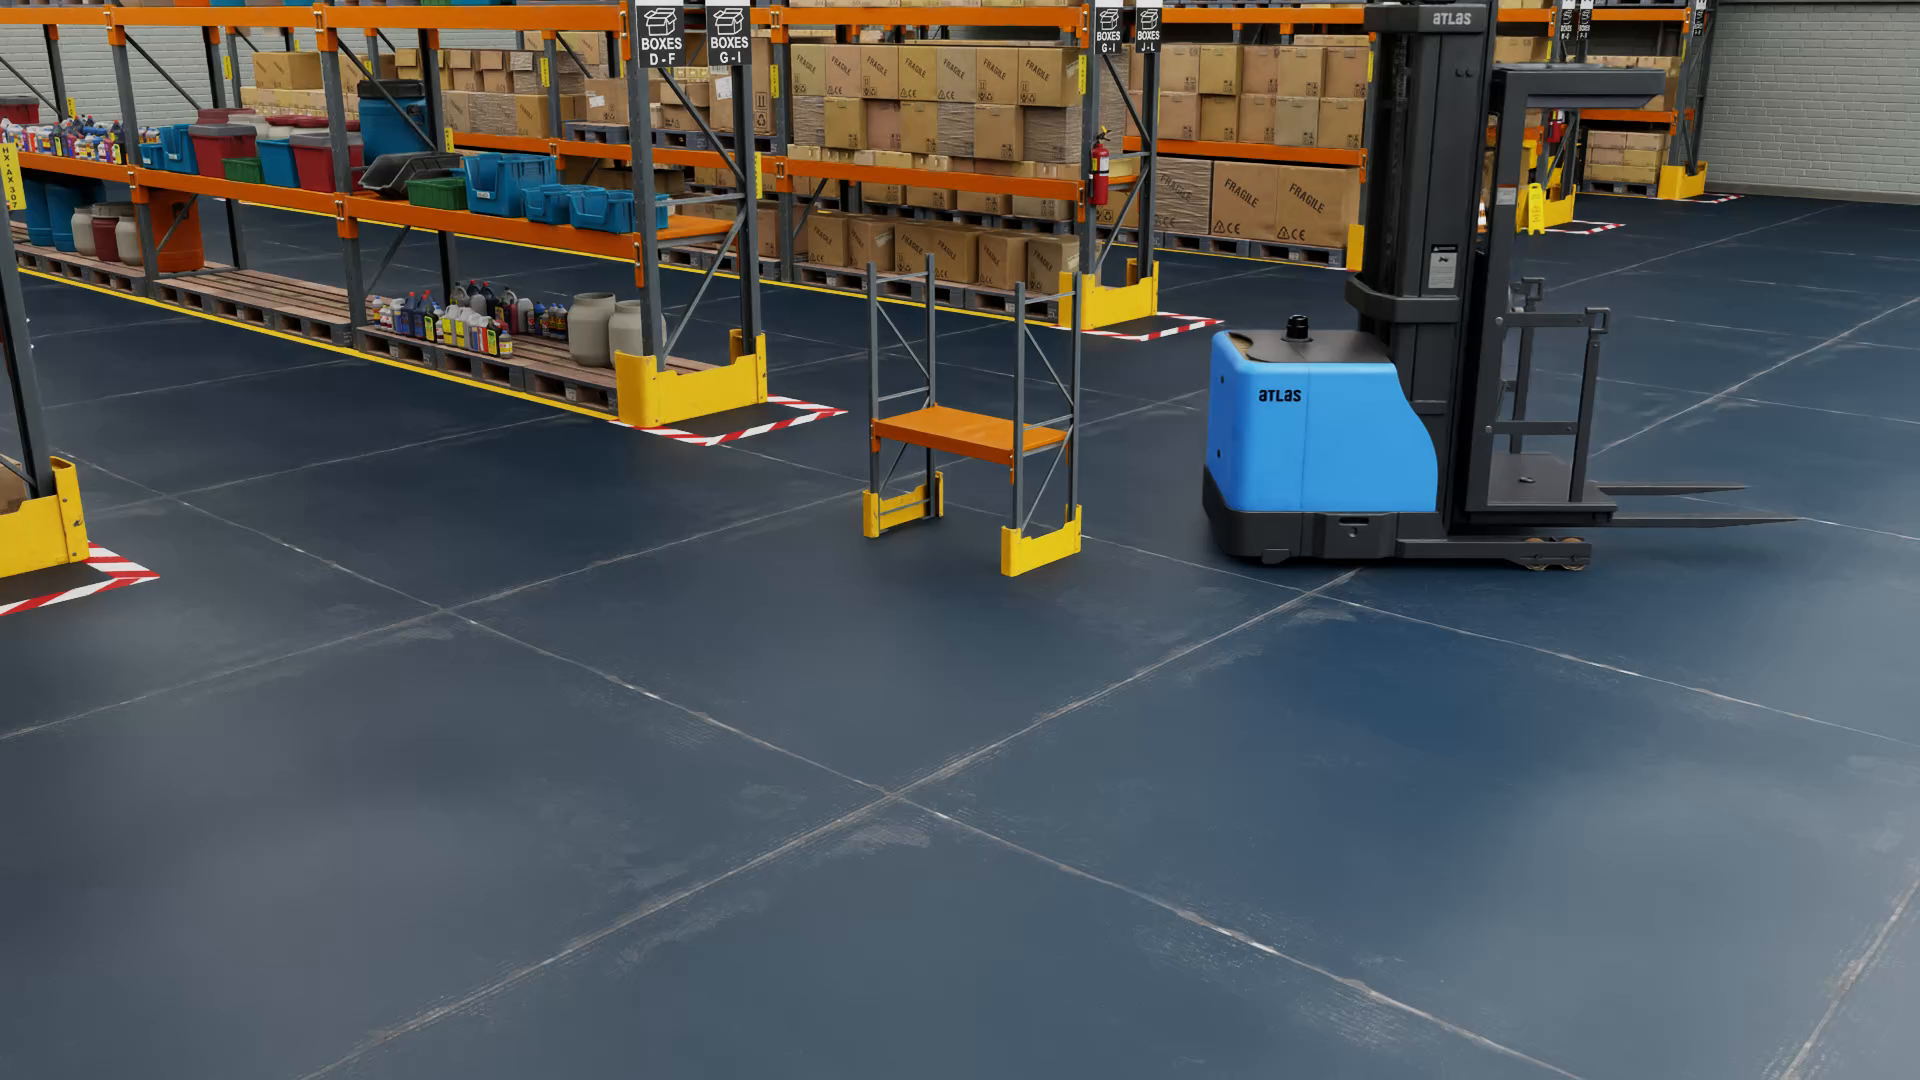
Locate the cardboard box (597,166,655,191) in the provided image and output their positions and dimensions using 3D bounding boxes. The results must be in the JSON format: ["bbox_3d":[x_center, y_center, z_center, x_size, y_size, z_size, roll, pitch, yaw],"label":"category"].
[{"bbox_3d":[-4.010,-4.339,19.989,0.500,0.250,0.500,16,24,41],"label":"cardboard box"}]

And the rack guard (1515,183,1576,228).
[{"bbox_3d":[7.974,-4.550,22.623,0.348,0.500,1.175,15,23,39],"label":"rack guard"}]

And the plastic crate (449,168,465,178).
[{"bbox_3d":[-3.818,-2.935,13.648,0.616,0.251,0.499,15,23,39],"label":"plastic crate"}]

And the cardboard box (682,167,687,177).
[{"bbox_3d":[-4.413,-6.036,27.191,0.250,0.149,0.380,16,24,41],"label":"cardboard box"}]

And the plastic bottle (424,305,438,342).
[{"bbox_3d":[-4.261,-1.745,13.416,0.133,0.283,0.061,16,24,42],"label":"plastic bottle"}]

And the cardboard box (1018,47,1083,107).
[{"bbox_3d":[0.878,-4.205,15.092,0.500,0.500,0.500,15,23,39],"label":"cardboard box"}]

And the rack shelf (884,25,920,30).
[{"bbox_3d":[-2.440,-9.624,30.709,4.000,0.370,1.077,15,23,39],"label":"rack shelf"}]

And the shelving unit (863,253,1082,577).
[{"bbox_3d":[0.057,-0.700,8.837,1.083,1.500,0.587,15,23,39],"label":"shelving unit"}]

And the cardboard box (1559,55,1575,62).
[{"bbox_3d":[9.764,-7.680,26.622,0.250,0.149,0.380,15,23,40],"label":"cardboard box"}]

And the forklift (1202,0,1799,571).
[{"bbox_3d":[2.897,-1.400,8.677,3.031,2.935,1.130,0,18,0],"label":"forklift"}]

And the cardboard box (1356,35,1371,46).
[{"bbox_3d":[5.949,-6.844,23.407,0.500,0.500,0.700,14,23,38],"label":"cardboard box"}]

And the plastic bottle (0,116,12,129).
[{"bbox_3d":[-10.732,-4.598,18.721,0.185,0.351,0.144,15,23,39],"label":"plastic bottle"}]

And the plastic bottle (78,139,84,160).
[{"bbox_3d":[-9.088,-4.051,17.246,0.097,0.201,0.097,0,18,0],"label":"plastic bottle"}]

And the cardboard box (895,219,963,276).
[{"bbox_3d":[-0.316,-2.987,17.002,0.500,0.500,0.500,13,22,34],"label":"cardboard box"}]

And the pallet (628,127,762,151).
[{"bbox_3d":[-3.023,-4.611,18.999,1.213,0.211,1.003,15,23,39],"label":"pallet"}]

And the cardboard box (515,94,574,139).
[{"bbox_3d":[-5.064,-5.181,20.314,0.500,0.500,0.500,16,24,41],"label":"cardboard box"}]

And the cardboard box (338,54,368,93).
[{"bbox_3d":[-8.416,-6.455,23.008,0.500,0.500,0.500,15,23,40],"label":"cardboard box"}]

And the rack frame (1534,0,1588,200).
[{"bbox_3d":[8.031,-5.726,22.197,0.127,3.000,1.000,15,23,39],"label":"rack frame"}]

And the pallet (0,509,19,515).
[{"bbox_3d":[-5.725,-0.059,8.948,1.213,0.211,1.003,15,23,39],"label":"pallet"}]

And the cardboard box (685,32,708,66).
[{"bbox_3d":[-4.330,-7.807,26.444,0.500,0.500,0.500,16,23,41],"label":"cardboard box"}]

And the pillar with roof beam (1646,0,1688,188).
[{"bbox_3d":[8.543,-9.079,22.844,0.400,9.000,9.100,15,23,39],"label":"pillar with roof beam"}]

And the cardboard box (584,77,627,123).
[{"bbox_3d":[-4.100,-5.239,19.802,0.500,0.500,0.500,12,21,33],"label":"cardboard box"}]

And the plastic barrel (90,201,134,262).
[{"bbox_3d":[-9.040,-3.342,17.975,0.708,0.588,0.600,15,23,39],"label":"plastic barrel"}]

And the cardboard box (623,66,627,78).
[{"bbox_3d":[-5.091,-7.323,26.570,0.500,0.500,0.500,14,23,38],"label":"cardboard box"}]

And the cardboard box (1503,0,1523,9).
[{"bbox_3d":[7.371,-7.087,21.941,0.250,0.149,0.380,15,23,40],"label":"cardboard box"}]

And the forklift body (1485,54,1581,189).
[{"bbox_3d":[8.694,-6.414,25.765,1.214,2.155,2.313,15,23,39],"label":"forklift body"}]

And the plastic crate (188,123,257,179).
[{"bbox_3d":[-6.813,-3.607,15.412,0.583,0.464,0.402,15,23,39],"label":"plastic crate"}]

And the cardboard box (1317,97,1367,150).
[{"bbox_3d":[4.513,-4.722,18.784,0.550,0.550,0.875,15,23,39],"label":"cardboard box"}]

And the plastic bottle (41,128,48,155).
[{"bbox_3d":[-9.782,-4.271,17.823,0.097,0.271,0.097,0,18,0],"label":"plastic bottle"}]

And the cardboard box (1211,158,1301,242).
[{"bbox_3d":[3.610,-4.071,19.799,0.875,0.875,0.875,15,23,38],"label":"cardboard box"}]

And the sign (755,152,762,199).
[{"bbox_3d":[-1.466,-2.619,11.949,0.005,0.325,0.100,15,23,39],"label":"sign"}]

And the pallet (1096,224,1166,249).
[{"bbox_3d":[2.346,-3.890,21.020,1.213,0.211,1.003,15,23,39],"label":"pallet"}]

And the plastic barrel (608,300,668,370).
[{"bbox_3d":[-2.378,-1.493,12.276,0.421,0.512,0.421,0,18,0],"label":"plastic barrel"}]

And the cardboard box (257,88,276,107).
[{"bbox_3d":[-9.941,-6.507,24.412,0.500,0.250,0.500,15,23,39],"label":"cardboard box"}]

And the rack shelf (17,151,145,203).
[{"bbox_3d":[-9.314,-4.029,18.036,4.000,0.370,1.077,15,23,39],"label":"rack shelf"}]

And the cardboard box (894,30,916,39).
[{"bbox_3d":[-1.008,-9.091,29.909,0.250,0.149,0.380,15,23,38],"label":"cardboard box"}]

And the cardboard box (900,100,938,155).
[{"bbox_3d":[-0.105,-4.077,16.342,0.500,0.500,0.875,15,23,39],"label":"cardboard box"}]

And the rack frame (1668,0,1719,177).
[{"bbox_3d":[11.323,-6.850,25.738,0.127,3.000,1.000,15,23,39],"label":"rack frame"}]

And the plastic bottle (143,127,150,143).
[{"bbox_3d":[-8.761,-4.317,17.948,0.133,0.283,0.061,15,23,39],"label":"plastic bottle"}]

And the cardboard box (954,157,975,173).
[{"bbox_3d":[0.157,-3.622,15.982,0.250,0.149,0.380,15,23,39],"label":"cardboard box"}]

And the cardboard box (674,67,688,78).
[{"bbox_3d":[-4.165,-7.176,25.503,0.250,0.149,0.380,17,24,42],"label":"cardboard box"}]

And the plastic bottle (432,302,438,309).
[{"bbox_3d":[-4.310,-1.818,13.666,0.097,0.271,0.097,0,18,0],"label":"plastic bottle"}]

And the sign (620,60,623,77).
[{"bbox_3d":[-4.177,-5.729,20.423,0.005,0.325,0.100,15,23,39],"label":"sign"}]

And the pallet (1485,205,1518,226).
[{"bbox_3d":[7.390,-4.584,23.206,1.213,0.211,1.003,15,23,39],"label":"pallet"}]

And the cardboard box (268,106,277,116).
[{"bbox_3d":[-9.887,-6.277,24.346,0.250,0.149,0.380,15,23,38],"label":"cardboard box"}]

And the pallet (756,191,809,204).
[{"bbox_3d":[-2.655,-5.266,25.355,1.213,0.211,1.003,15,23,39],"label":"pallet"}]

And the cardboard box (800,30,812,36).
[{"bbox_3d":[-2.722,-9.318,30.622,0.250,0.149,0.380,14,23,38],"label":"cardboard box"}]

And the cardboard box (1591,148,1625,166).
[{"bbox_3d":[10.383,-6.108,26.425,0.500,0.250,0.500,15,23,39],"label":"cardboard box"}]

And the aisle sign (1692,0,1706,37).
[{"bbox_3d":[11.177,-8.010,25.094,0.004,0.787,0.394,15,23,39],"label":"aisle sign"}]

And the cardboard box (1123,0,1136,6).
[{"bbox_3d":[1.264,-4.998,15.190,0.500,0.250,0.500,16,24,41],"label":"cardboard box"}]

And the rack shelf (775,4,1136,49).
[{"bbox_3d":[-0.043,-4.973,16.052,4.000,0.370,1.077,15,23,39],"label":"rack shelf"}]

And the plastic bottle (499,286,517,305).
[{"bbox_3d":[-3.768,-1.946,13.938,0.185,0.351,0.144,15,23,39],"label":"plastic bottle"}]

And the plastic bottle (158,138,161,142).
[{"bbox_3d":[-8.342,-4.096,17.389,0.097,0.201,0.097,0,18,0],"label":"plastic bottle"}]

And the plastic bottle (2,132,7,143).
[{"bbox_3d":[-10.621,-4.462,18.543,0.097,0.201,0.097,0,18,0],"label":"plastic bottle"}]
